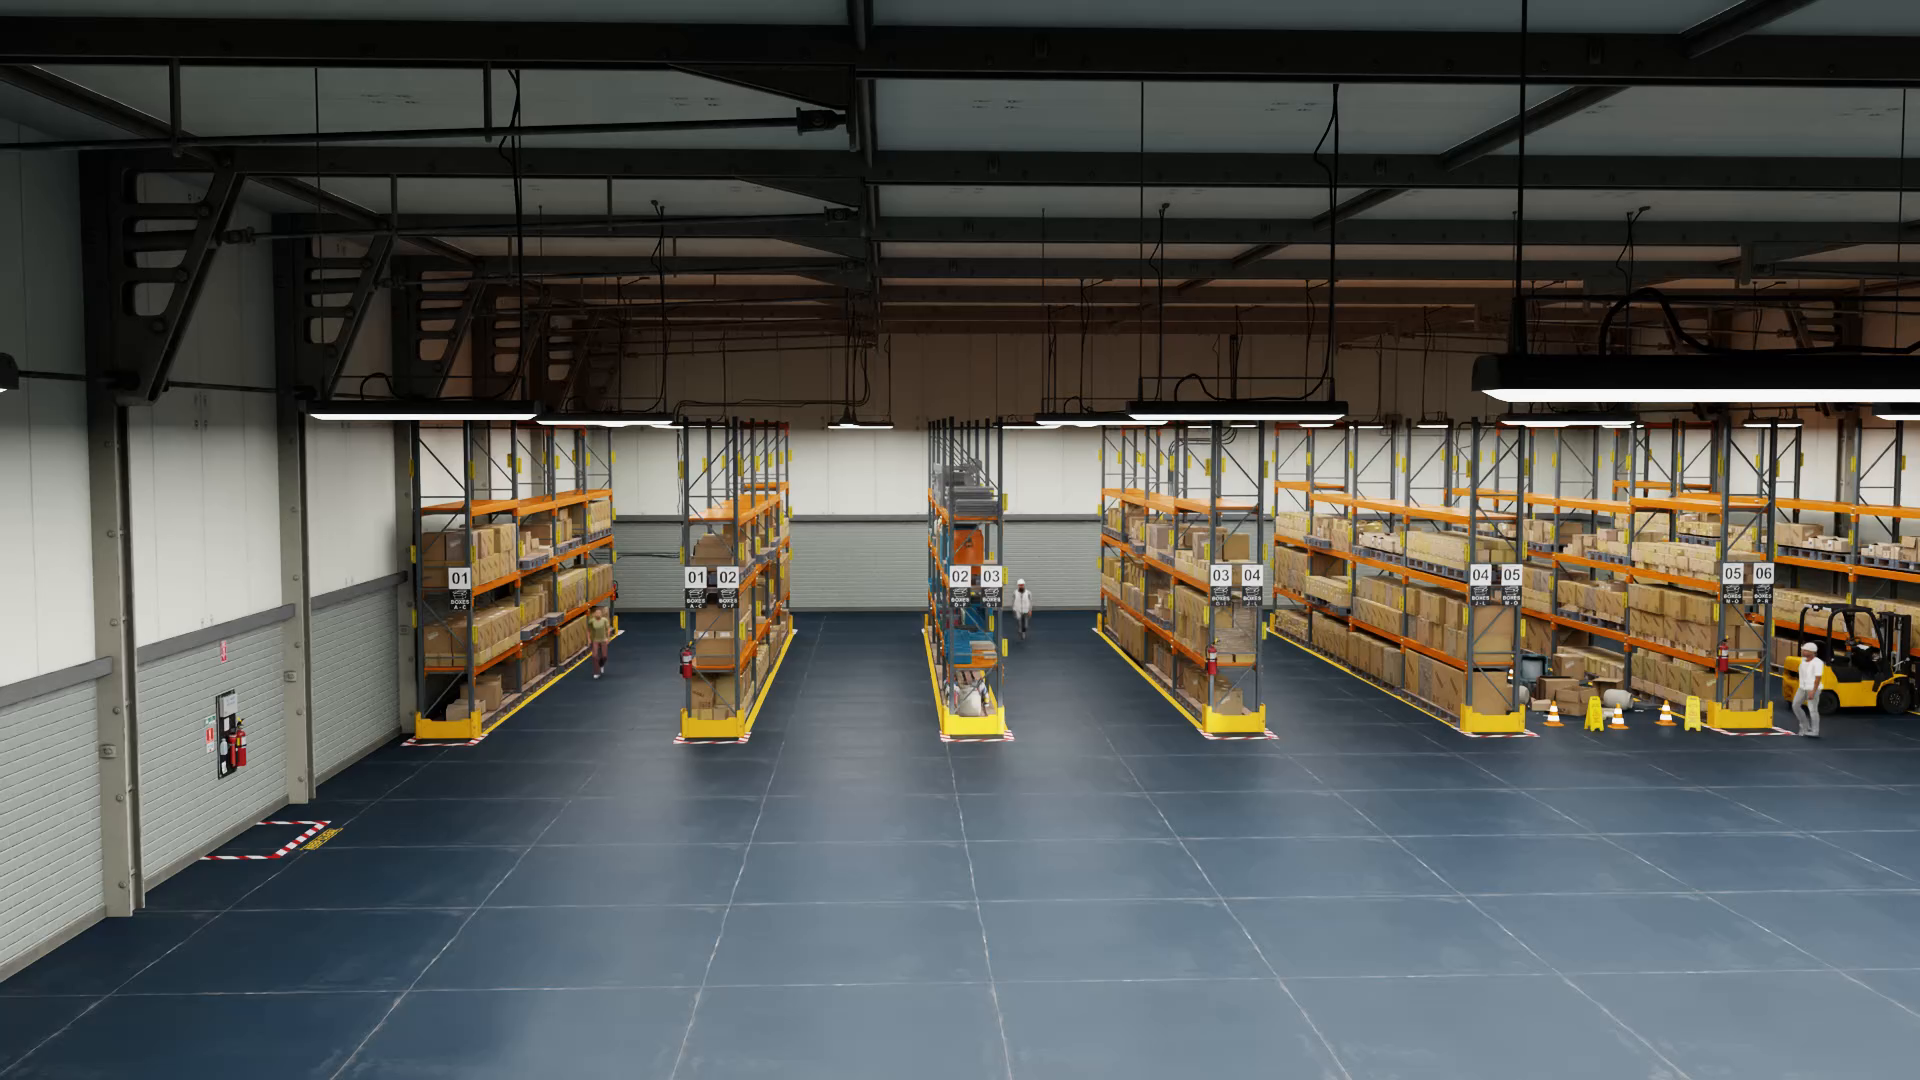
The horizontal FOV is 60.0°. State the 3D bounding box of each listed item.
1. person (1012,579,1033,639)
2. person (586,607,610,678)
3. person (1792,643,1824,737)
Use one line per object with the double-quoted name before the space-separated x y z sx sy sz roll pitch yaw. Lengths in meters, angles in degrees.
"person" 1.688 1.886 45.047 0.537 1.678 1.002 0 4 -6
"person" -8.451 2.373 38.853 0.535 1.653 0.640 -1 4 -14
"person" 15.906 2.810 31.114 0.505 1.797 0.556 -1 4 -21
